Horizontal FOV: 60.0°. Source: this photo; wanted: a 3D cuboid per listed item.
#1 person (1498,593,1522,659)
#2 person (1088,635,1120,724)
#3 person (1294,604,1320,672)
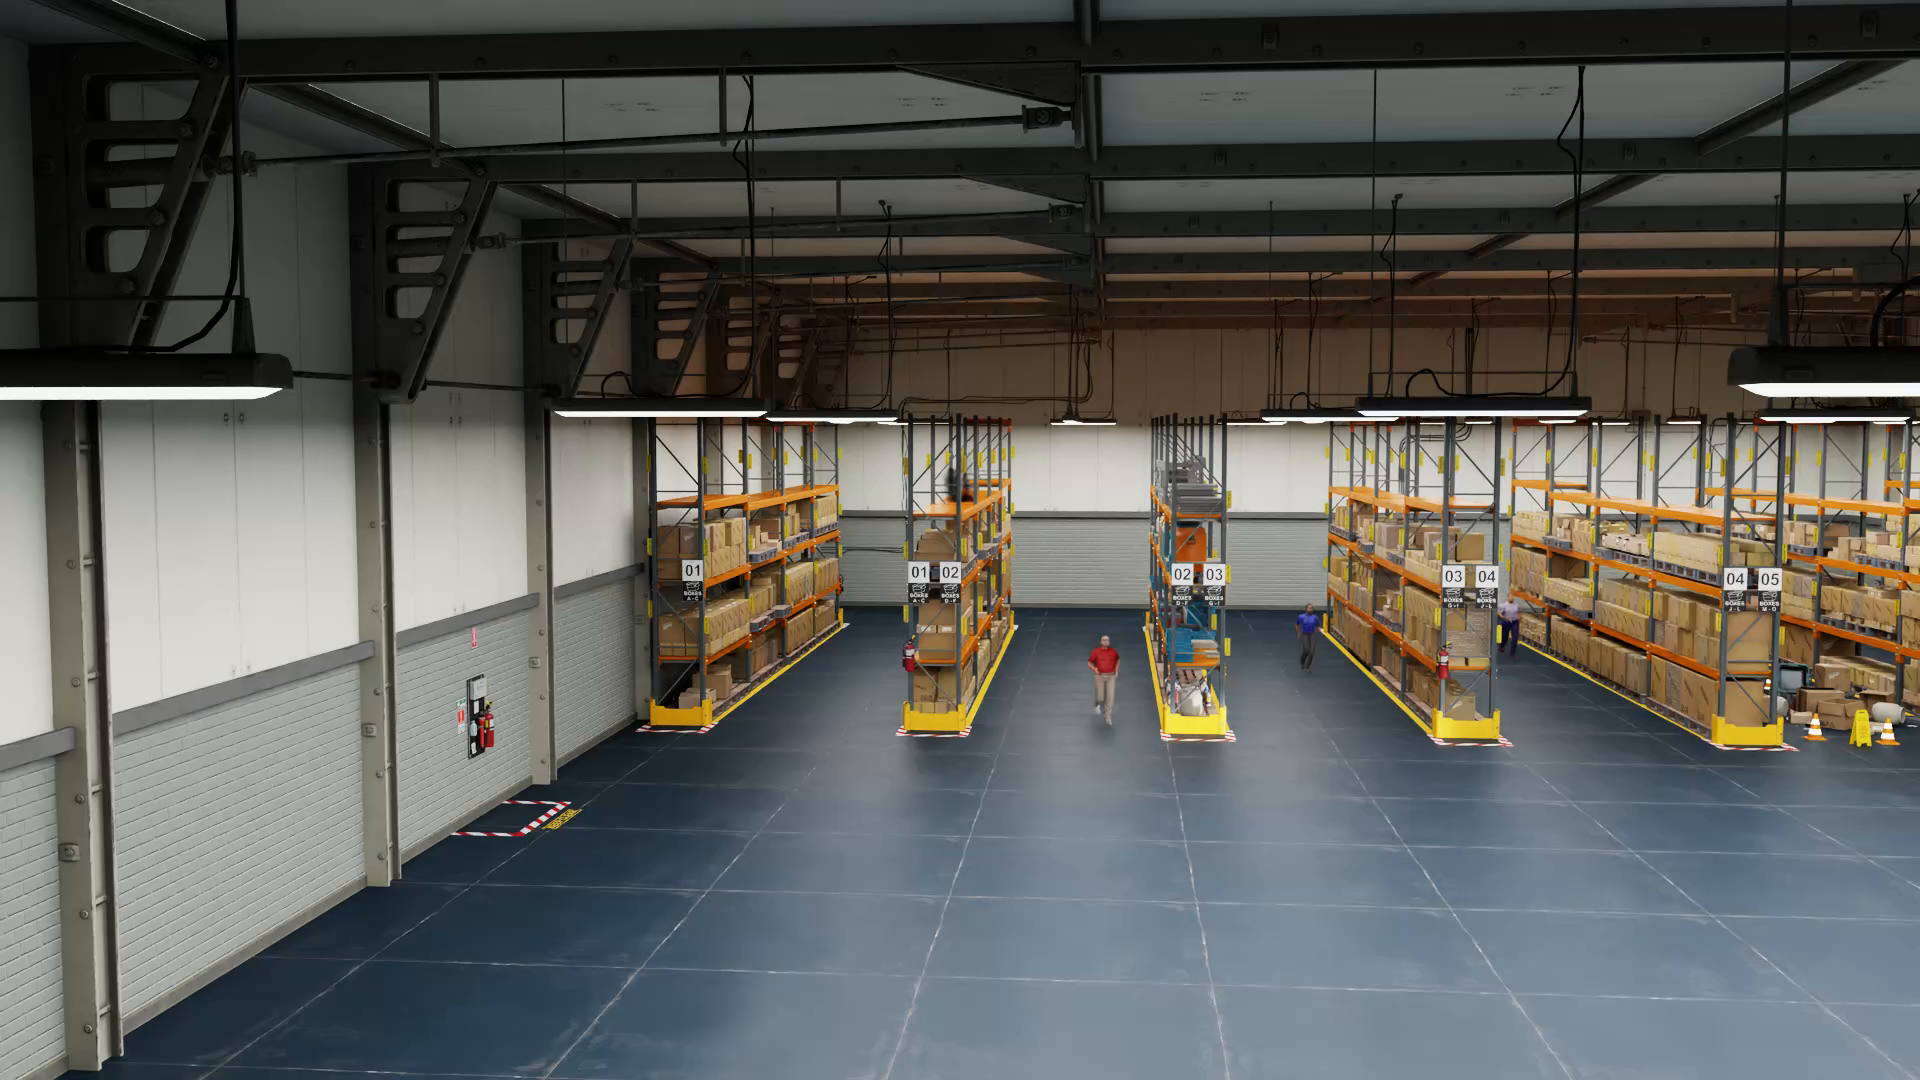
[{"bbox_3d":[13.757,2.136,41.566,0.617,1.597,0.757,0,4,4],"label":"person"},{"bbox_3d":[2.819,2.695,32.323,0.665,1.684,0.843,0,4,-5],"label":"person"},{"bbox_3d":[8.147,2.298,38.863,0.561,1.618,0.570,0,4,-3],"label":"person"}]
